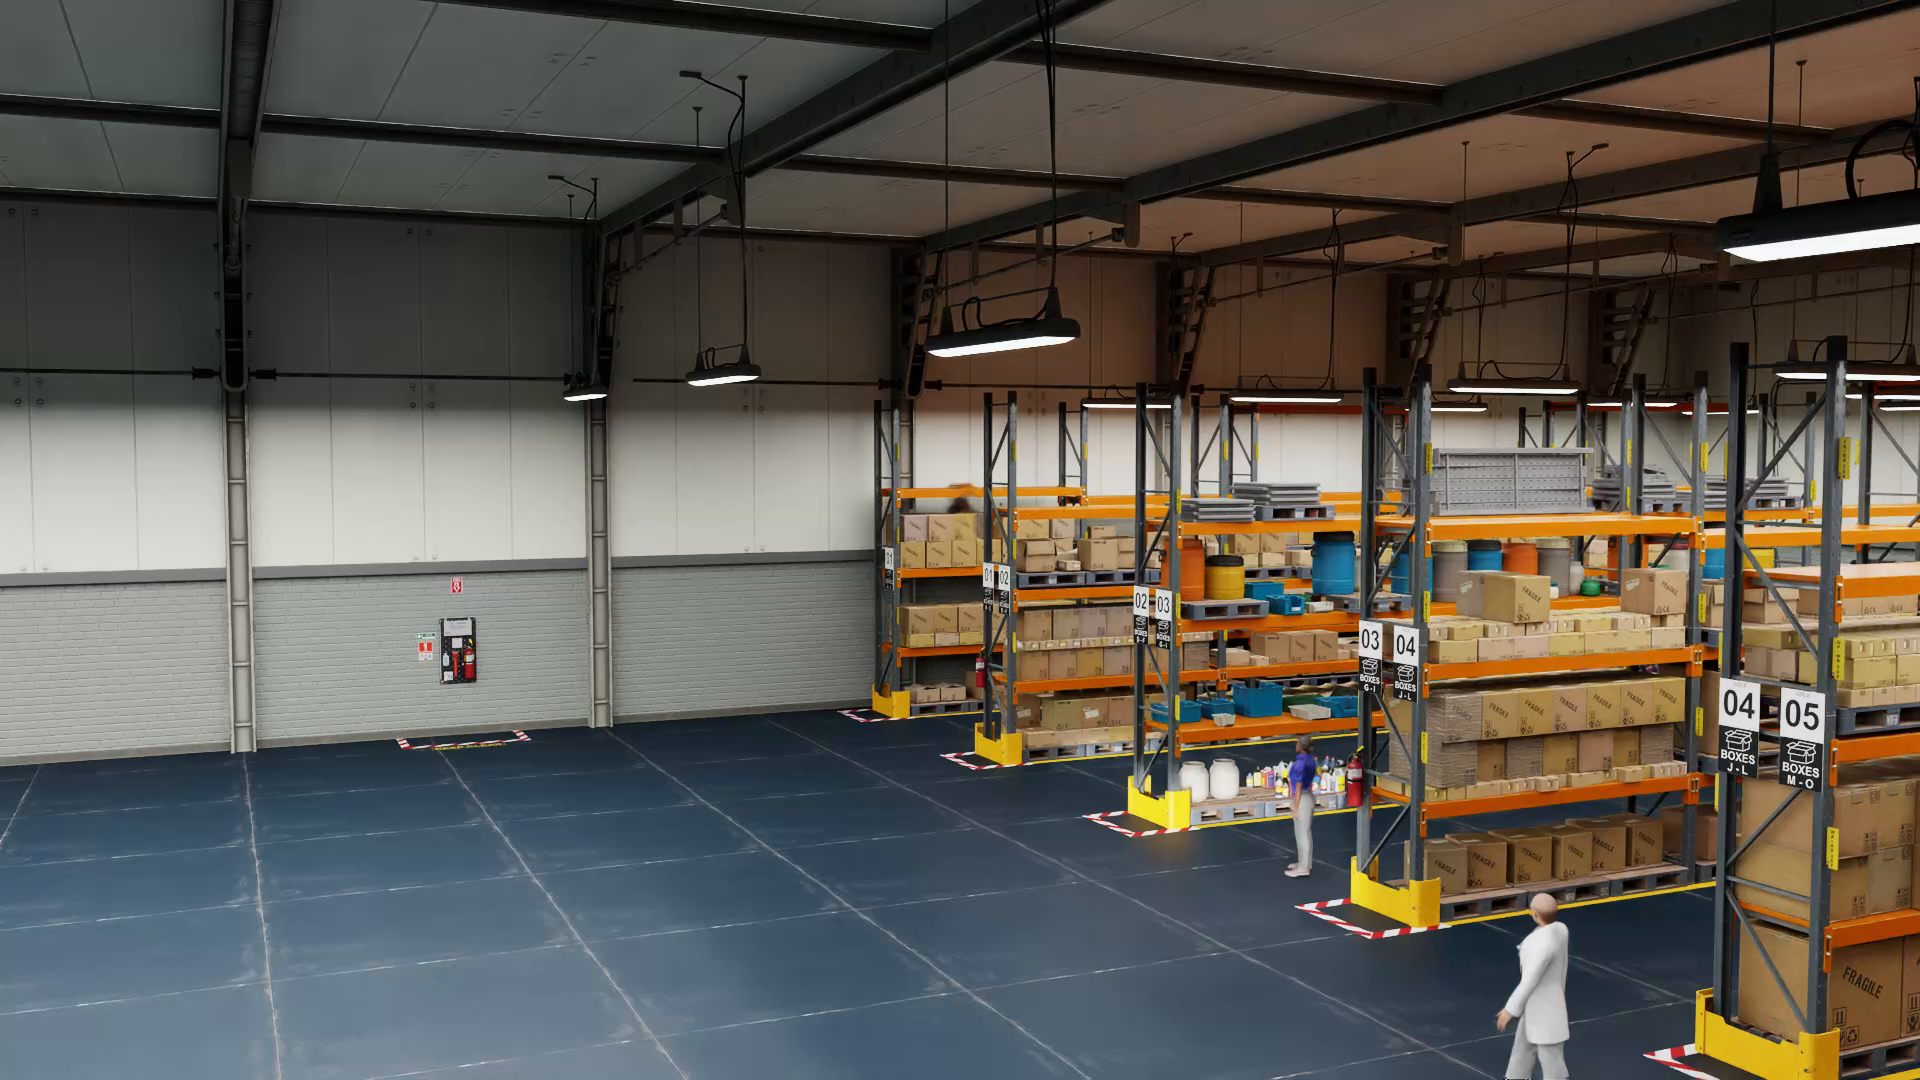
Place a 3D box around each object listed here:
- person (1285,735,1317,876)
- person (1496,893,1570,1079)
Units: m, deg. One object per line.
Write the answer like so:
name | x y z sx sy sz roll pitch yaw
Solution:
person | 4.102 3.168 19.953 0.336 1.665 0.479 1 4 21
person | 4.338 3.543 12.649 0.693 1.778 0.660 1 3 16
